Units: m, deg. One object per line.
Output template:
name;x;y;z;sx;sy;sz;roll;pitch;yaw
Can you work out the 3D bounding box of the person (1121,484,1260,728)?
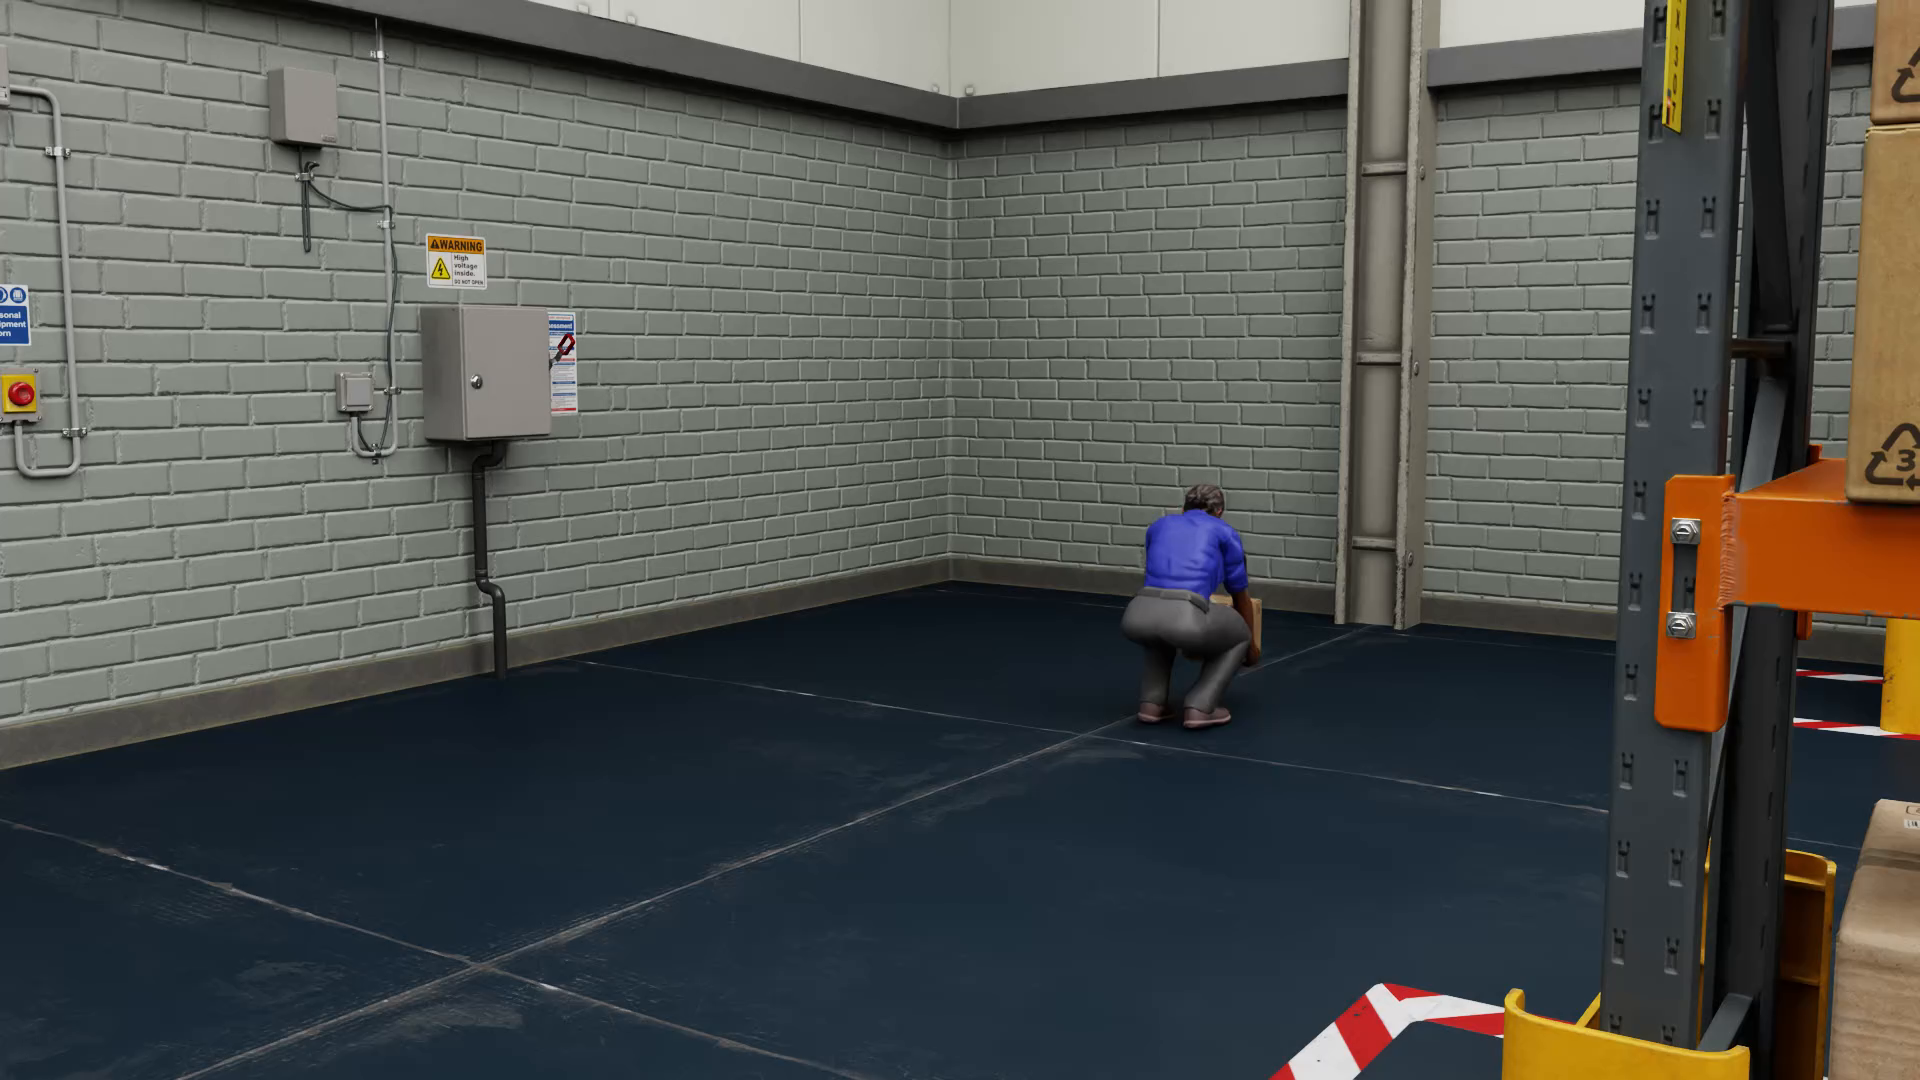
person;0.948;0.268;6.841;0.458;0.960;0.813;4;8;32
